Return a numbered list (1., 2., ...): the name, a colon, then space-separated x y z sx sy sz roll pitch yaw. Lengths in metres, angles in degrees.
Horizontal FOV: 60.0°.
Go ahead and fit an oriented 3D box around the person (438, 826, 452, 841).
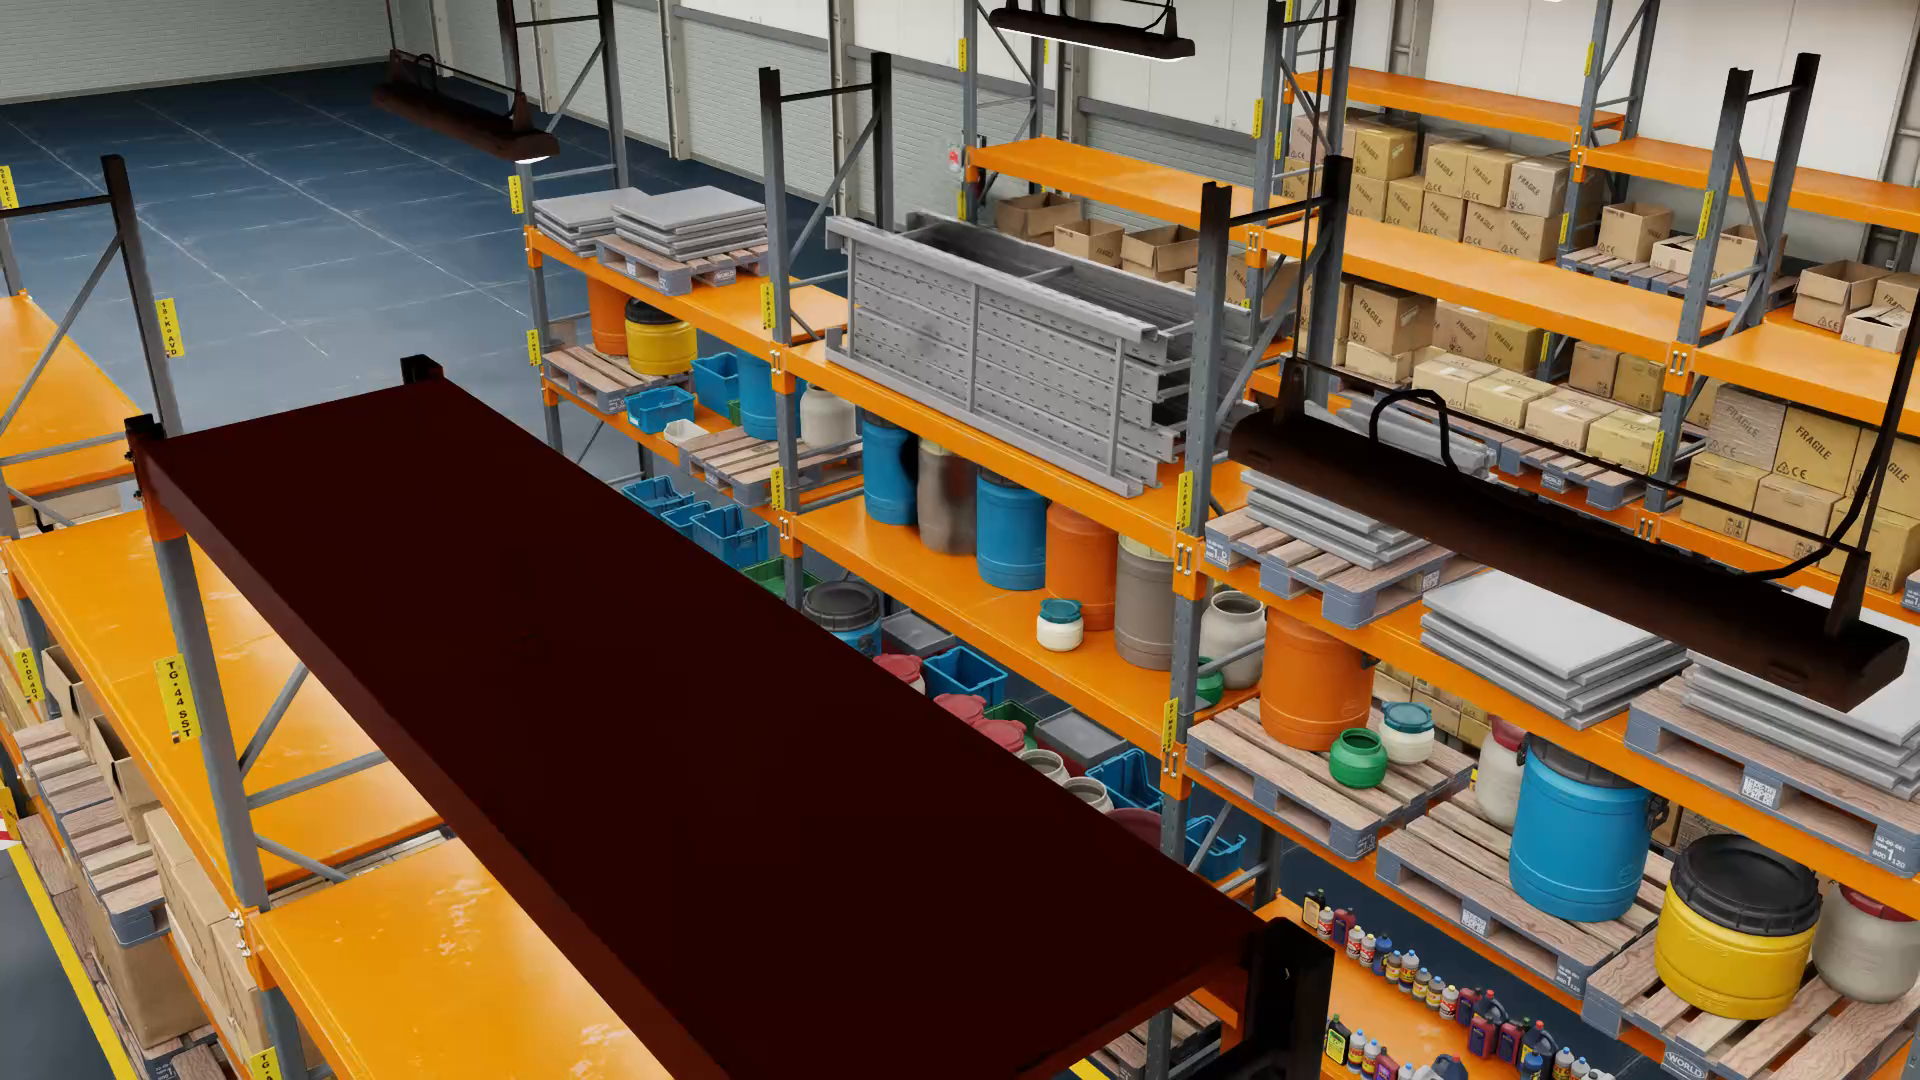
1. person: -3.640 1.962 11.884 0.658 1.658 0.924 -17 30 -31
